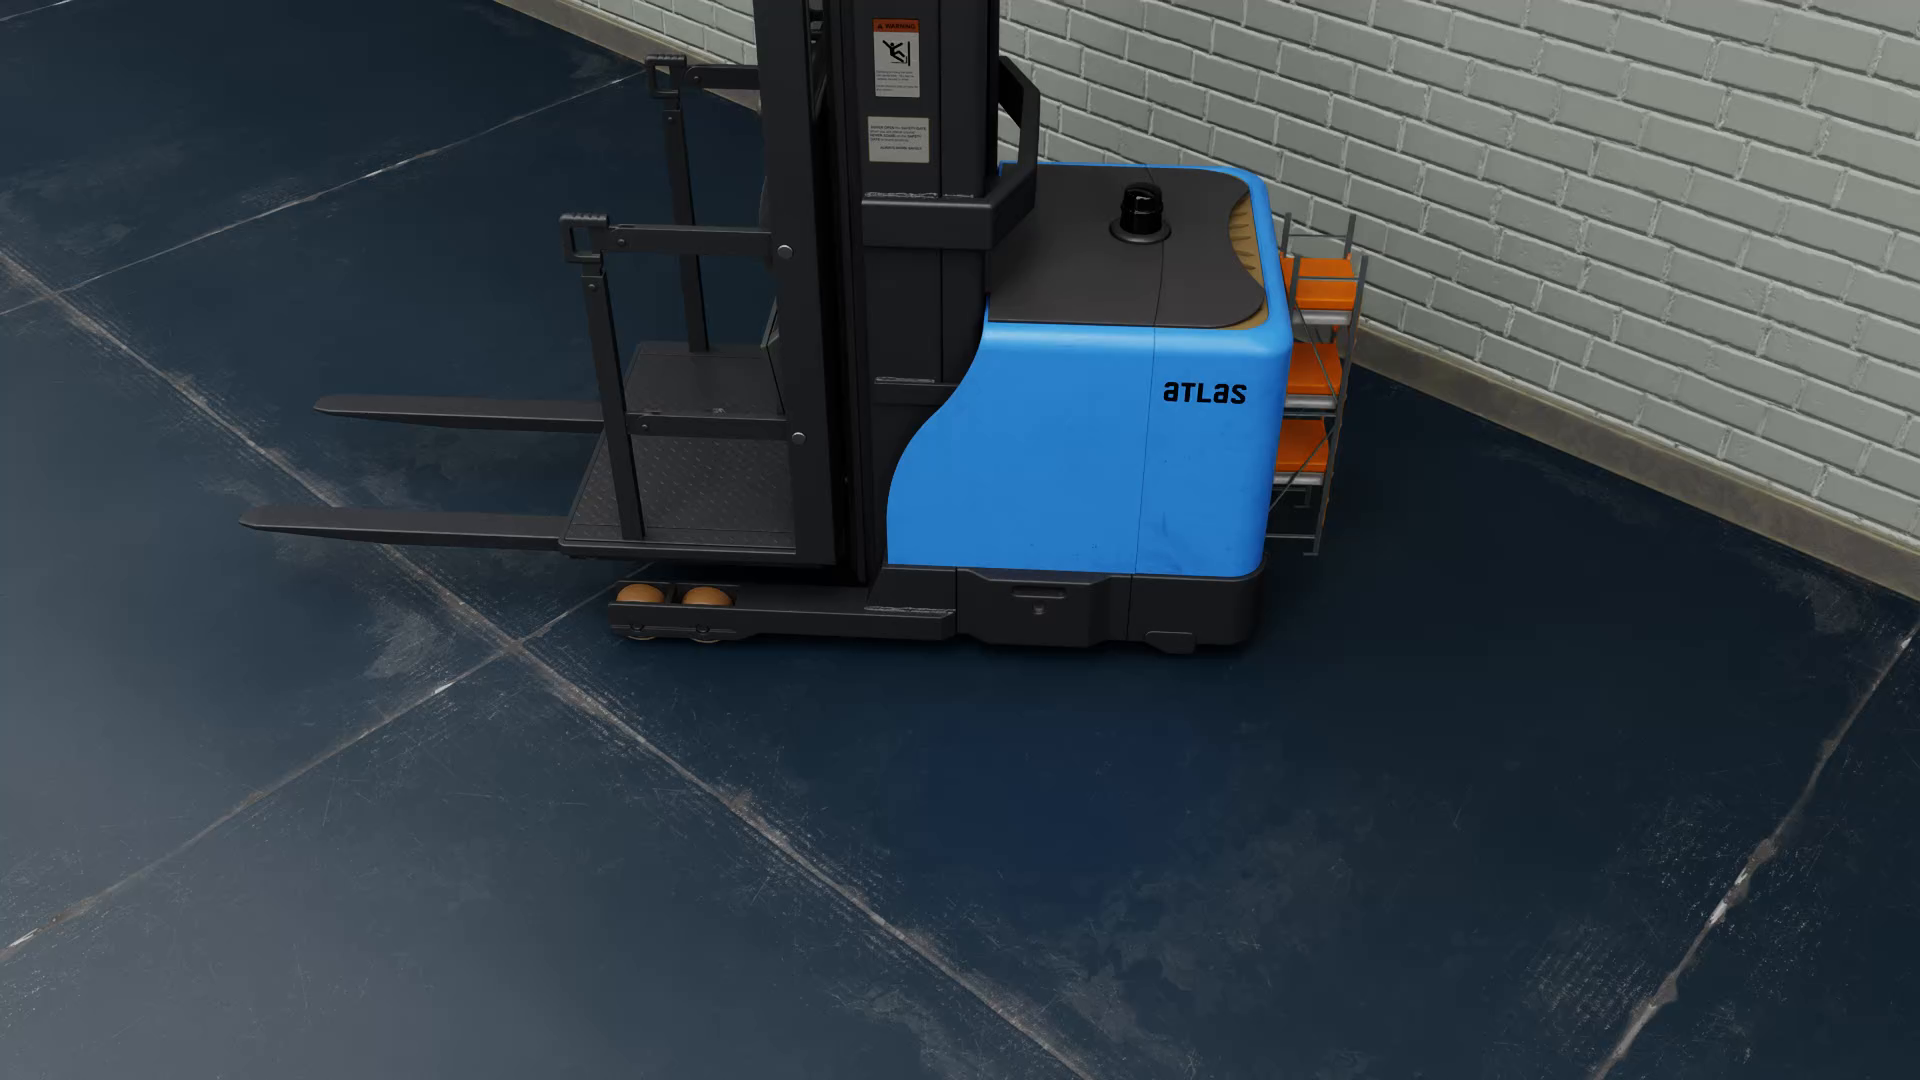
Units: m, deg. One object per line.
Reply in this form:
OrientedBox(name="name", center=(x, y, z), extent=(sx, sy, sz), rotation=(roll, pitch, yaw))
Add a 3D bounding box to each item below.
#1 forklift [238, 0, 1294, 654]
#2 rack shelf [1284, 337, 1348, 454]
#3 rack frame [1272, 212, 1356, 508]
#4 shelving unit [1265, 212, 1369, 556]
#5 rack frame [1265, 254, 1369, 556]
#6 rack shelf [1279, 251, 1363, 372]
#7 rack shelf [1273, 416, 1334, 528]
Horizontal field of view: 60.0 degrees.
OrientedBox(name="forklift", center=(-0.622, -1.172, 4.369), extent=(3.031, 2.935, 1.130), rotation=(2, 39, 3))
OrientedBox(name="rack shelf", center=(1.021, -0.434, 4.969), extent=(0.215, 0.259, 0.240), rotation=(2, 39, 2))
OrientedBox(name="rack frame", center=(1.027, -0.518, 5.058), extent=(0.200, 1.050, 0.008), rotation=(2, 39, 2))
OrientedBox(name="shelving unit", center=(1.021, -0.442, 4.963), extent=(0.215, 1.050, 0.252), rotation=(2, 39, 2))
OrientedBox(name="rack frame", center=(1.015, -0.366, 4.867), extent=(0.200, 1.050, 0.008), rotation=(2, 39, 2))
OrientedBox(name="rack shelf", center=(1.021, -0.656, 4.793), extent=(0.215, 0.259, 0.240), rotation=(2, 39, 2))
OrientedBox(name="rack shelf", center=(1.021, -0.216, 5.142), extent=(0.215, 0.259, 0.240), rotation=(2, 39, 2))
